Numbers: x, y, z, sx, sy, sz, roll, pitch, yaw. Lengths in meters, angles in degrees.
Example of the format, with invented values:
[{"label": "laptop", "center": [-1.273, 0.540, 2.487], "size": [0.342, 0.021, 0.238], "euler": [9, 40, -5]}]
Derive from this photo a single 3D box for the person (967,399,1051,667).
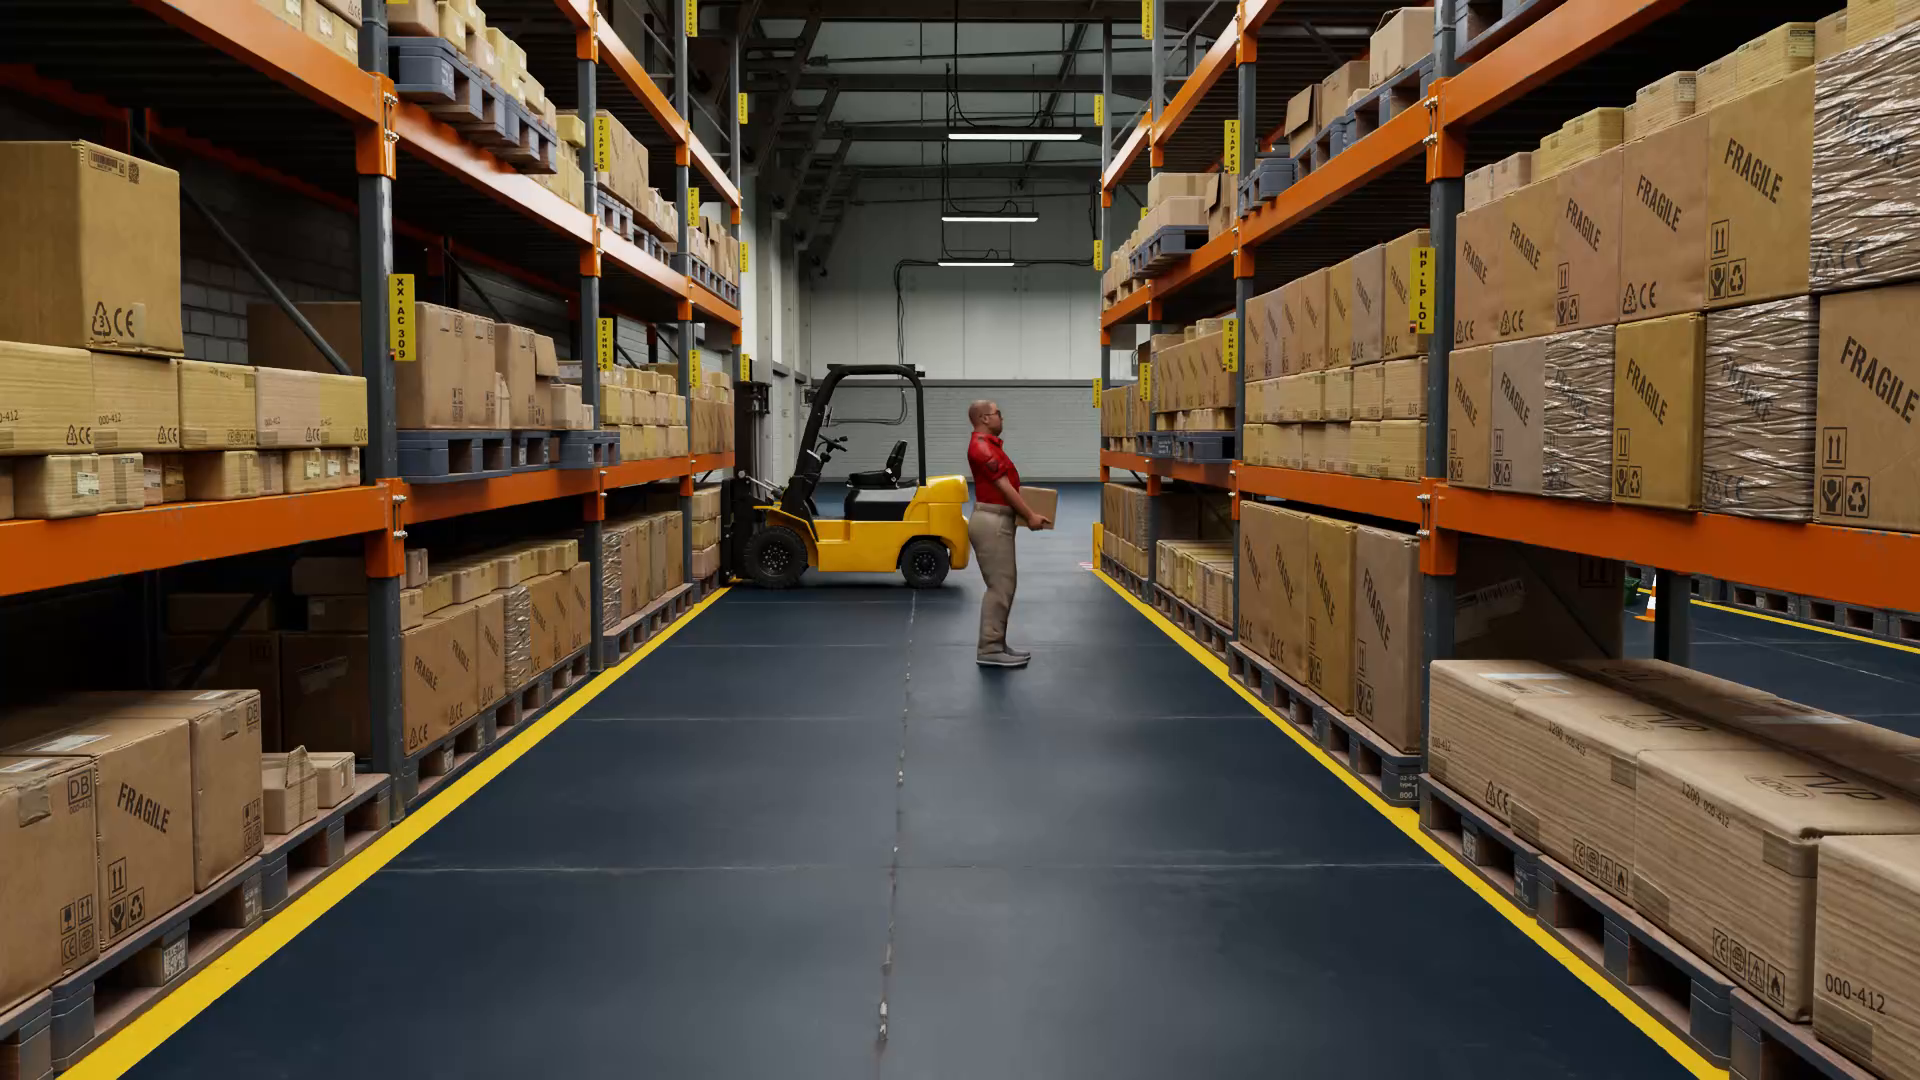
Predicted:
[{"label": "person", "center": [0.314, -0.054, 10.790], "size": [0.537, 1.712, 0.493], "euler": [0, 4, -1]}]
